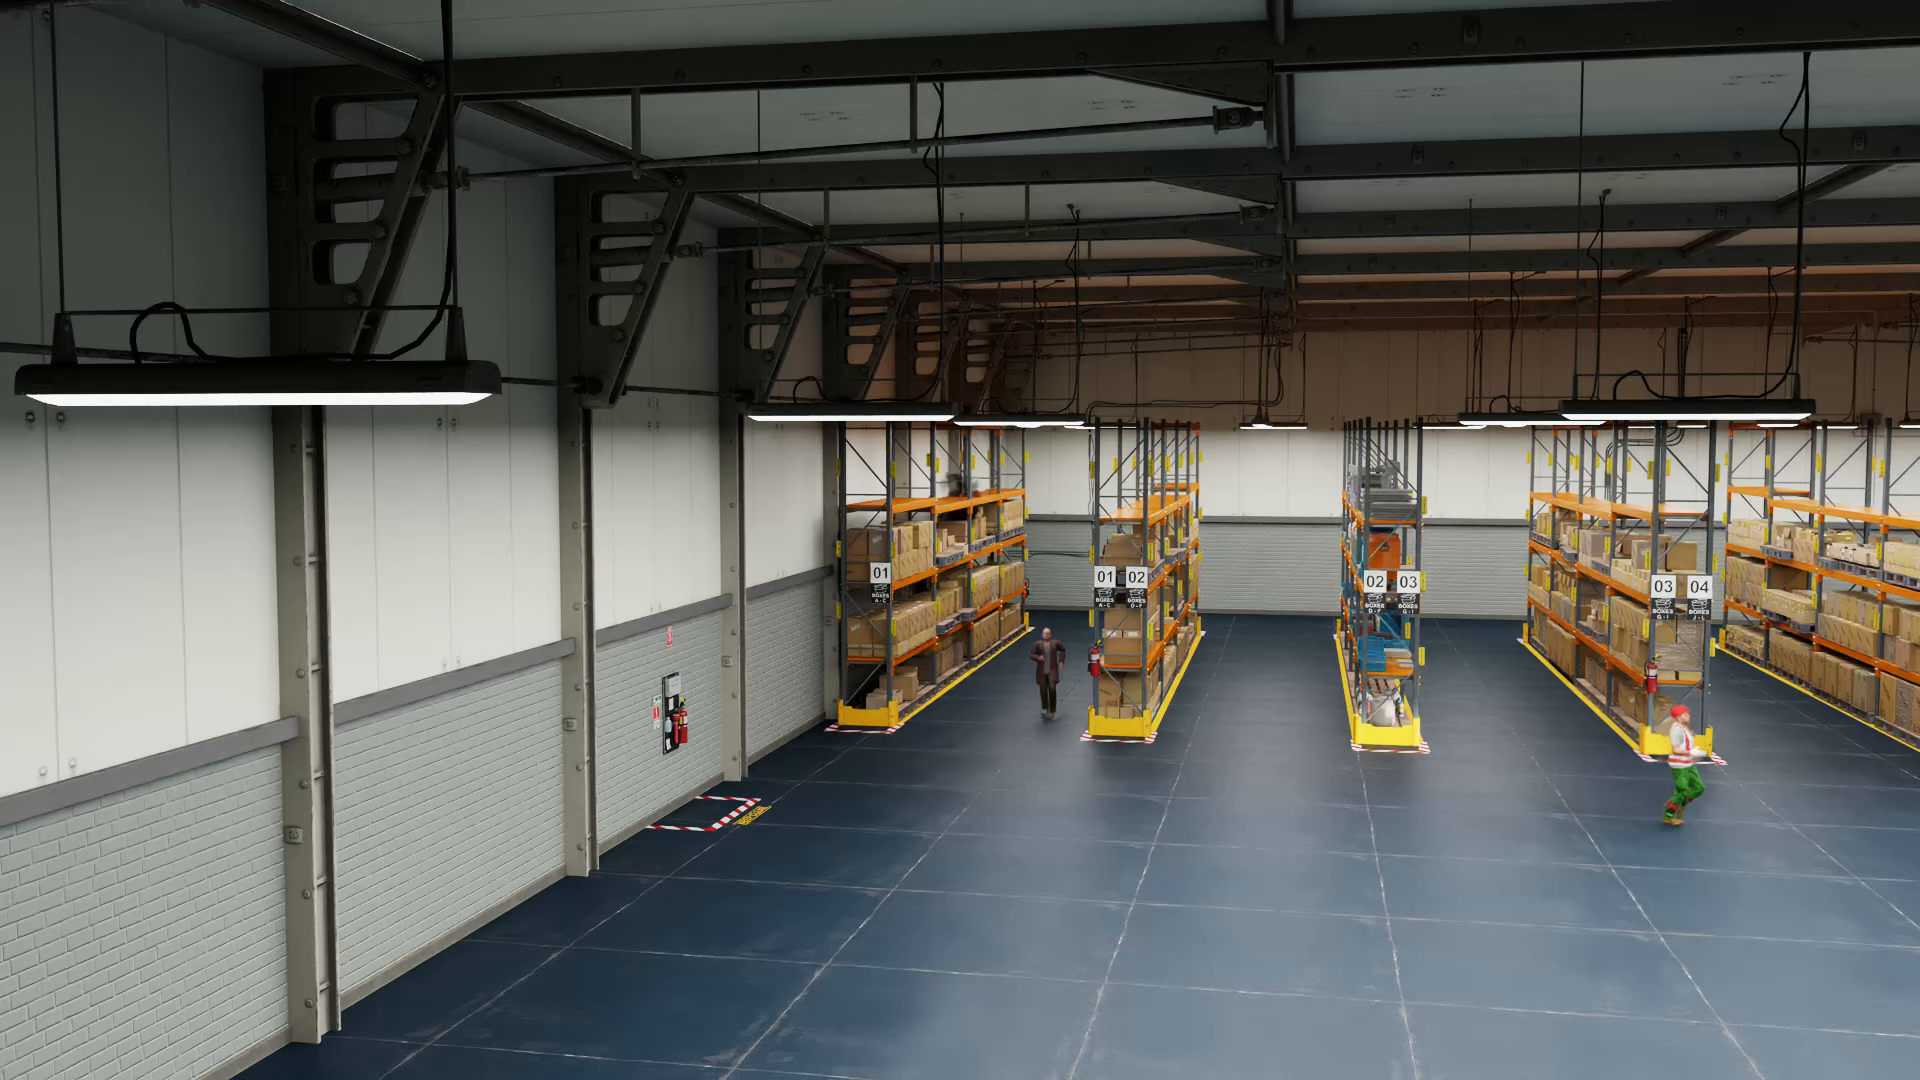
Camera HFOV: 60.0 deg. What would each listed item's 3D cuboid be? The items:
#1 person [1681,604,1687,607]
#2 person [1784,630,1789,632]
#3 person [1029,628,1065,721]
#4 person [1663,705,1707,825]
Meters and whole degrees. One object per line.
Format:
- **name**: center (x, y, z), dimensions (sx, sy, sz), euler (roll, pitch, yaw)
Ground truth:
- **person**: center (19.052, 2.026, 44.186), dimensions (0.687, 1.720, 0.765), euler (2, 4, 29)
- **person**: center (22.364, 1.974, 44.722), dimensions (0.734, 1.718, 0.574), euler (-1, 4, -8)
- **person**: center (1.738, 2.681, 33.245), dimensions (0.710, 1.861, 0.789), euler (0, 4, 7)
- **person**: center (10.517, 3.270, 24.075), dimensions (0.612, 1.759, 0.639), euler (3, 5, 38)
